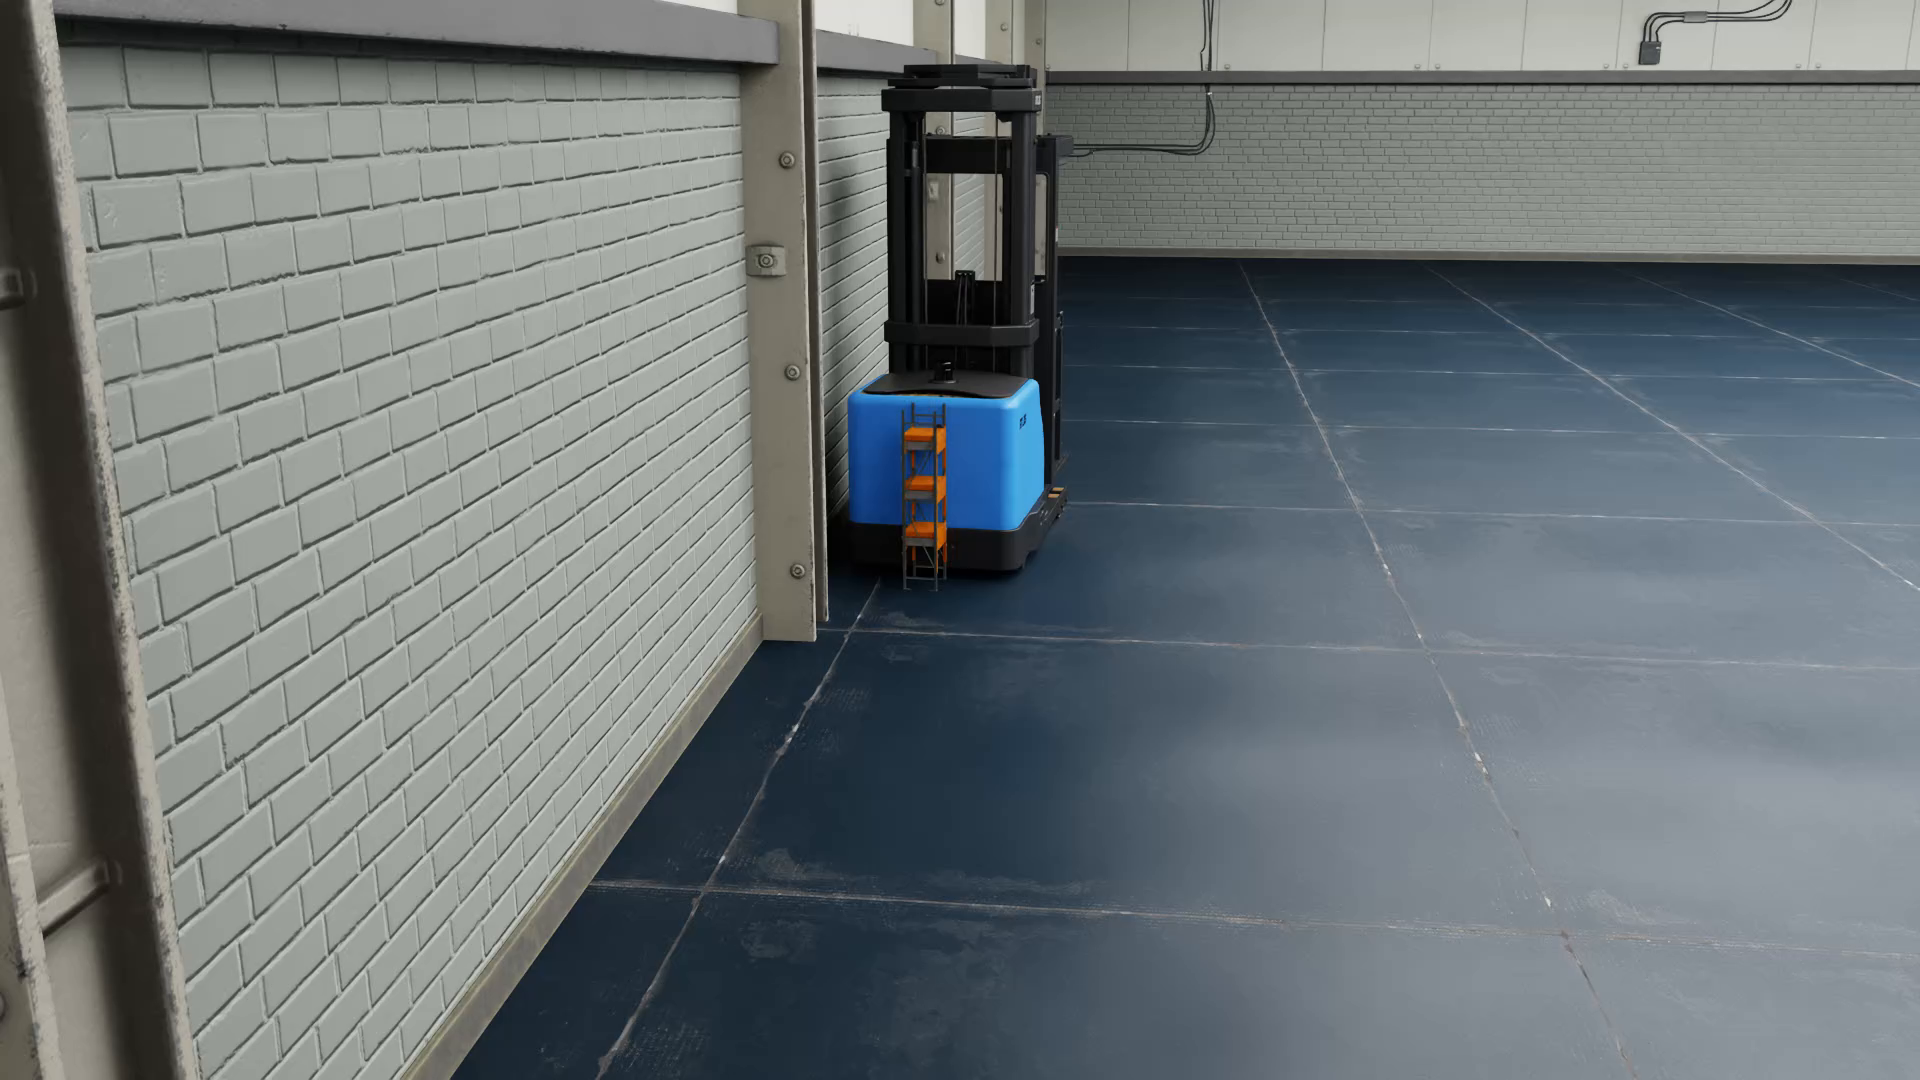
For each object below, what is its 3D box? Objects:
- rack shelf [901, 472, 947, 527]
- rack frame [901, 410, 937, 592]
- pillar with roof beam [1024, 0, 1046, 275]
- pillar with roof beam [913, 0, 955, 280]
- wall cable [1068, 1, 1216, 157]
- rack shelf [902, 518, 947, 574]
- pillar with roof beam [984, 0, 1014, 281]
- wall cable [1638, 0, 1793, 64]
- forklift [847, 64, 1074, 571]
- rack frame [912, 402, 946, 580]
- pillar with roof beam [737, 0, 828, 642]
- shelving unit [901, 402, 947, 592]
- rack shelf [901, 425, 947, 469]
[{"bbox_3d":[-0.205,-0.237,9.567,0.215,0.259,0.240,3,15,11],"label":"rack shelf"},{"bbox_3d":[-0.230,-0.216,9.449,0.200,1.050,0.008,3,15,11],"label":"rack frame"},{"bbox_3d":[5.416,-8.411,24.526,9.100,9.000,0.400,2,15,6],"label":"pillar with roof beam"},{"bbox_3d":[4.061,-5.298,13.016,9.100,9.000,0.400,2,15,6],"label":"pillar with roof beam"},{"bbox_3d":[2.784,-7.764,28.082,3.097,2.526,0.112,2,15,6],"label":"wall cable"},{"bbox_3d":[-0.205,0.032,9.639,0.215,0.259,0.240,3,15,11],"label":"rack shelf"},{"bbox_3d":[4.738,-6.854,18.771,9.100,9.000,0.400,2,15,6],"label":"pillar with roof beam"},{"bbox_3d":[12.215,-10.620,26.184,2.305,6.003,0.169,2,15,6],"label":"wall cable"},{"bbox_3d":[0.128,-1.575,10.873,1.130,2.935,3.031,3,15,11],"label":"forklift"},{"bbox_3d":[-0.180,-0.278,9.679,0.200,1.050,0.008,3,15,11],"label":"rack frame"},{"bbox_3d":[3.384,-3.742,7.261,9.100,9.000,0.400,2,15,6],"label":"pillar with roof beam"},{"bbox_3d":[-0.205,-0.247,9.564,0.215,1.050,0.252,3,15,11],"label":"shelving unit"},{"bbox_3d":[-0.205,-0.511,9.493,0.215,0.259,0.240,3,15,11],"label":"rack shelf"}]
